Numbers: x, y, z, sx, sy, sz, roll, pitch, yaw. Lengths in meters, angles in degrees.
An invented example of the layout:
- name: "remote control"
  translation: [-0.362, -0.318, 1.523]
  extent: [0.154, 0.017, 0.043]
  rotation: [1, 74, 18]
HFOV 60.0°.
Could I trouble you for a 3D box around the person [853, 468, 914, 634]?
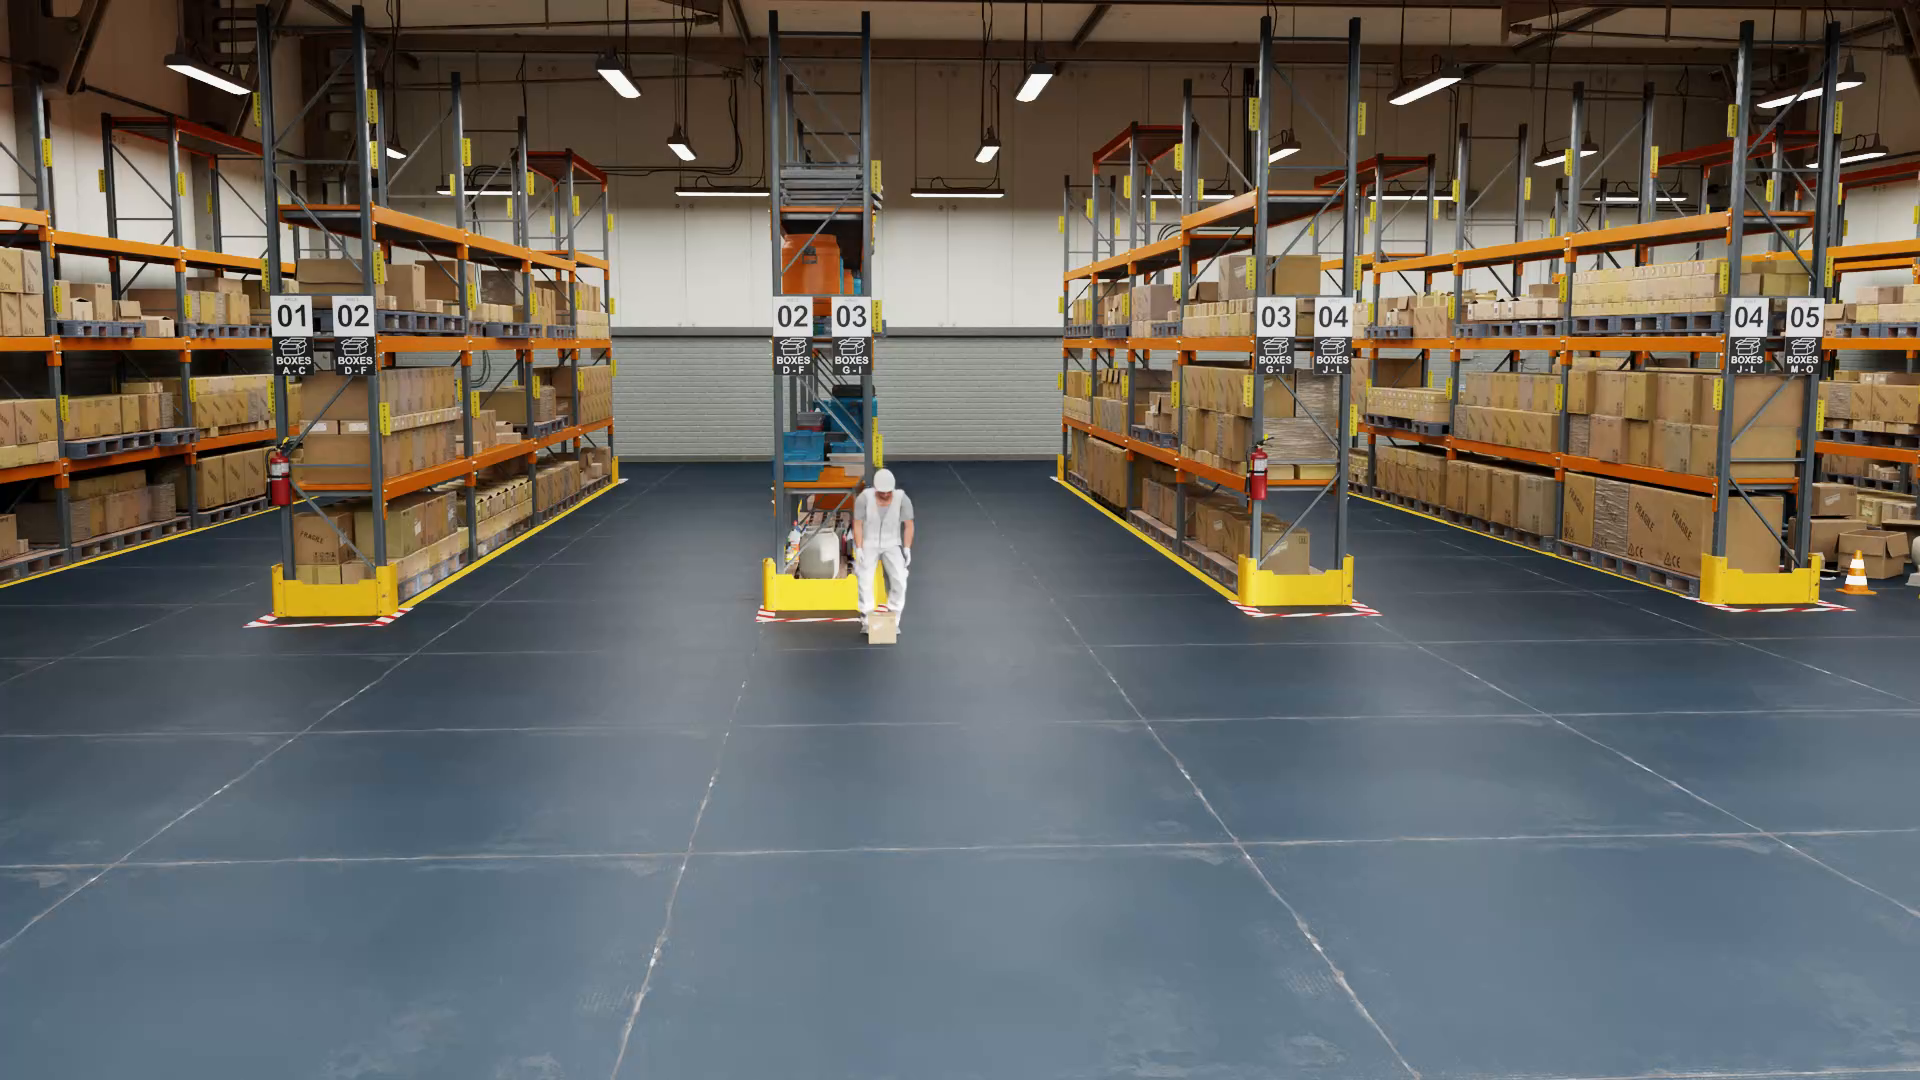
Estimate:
- name: "person"
  translation: [-0.716, 0.100, 15.686]
  extent: [0.575, 1.580, 0.647]
  rotation: [0, 7, -3]
